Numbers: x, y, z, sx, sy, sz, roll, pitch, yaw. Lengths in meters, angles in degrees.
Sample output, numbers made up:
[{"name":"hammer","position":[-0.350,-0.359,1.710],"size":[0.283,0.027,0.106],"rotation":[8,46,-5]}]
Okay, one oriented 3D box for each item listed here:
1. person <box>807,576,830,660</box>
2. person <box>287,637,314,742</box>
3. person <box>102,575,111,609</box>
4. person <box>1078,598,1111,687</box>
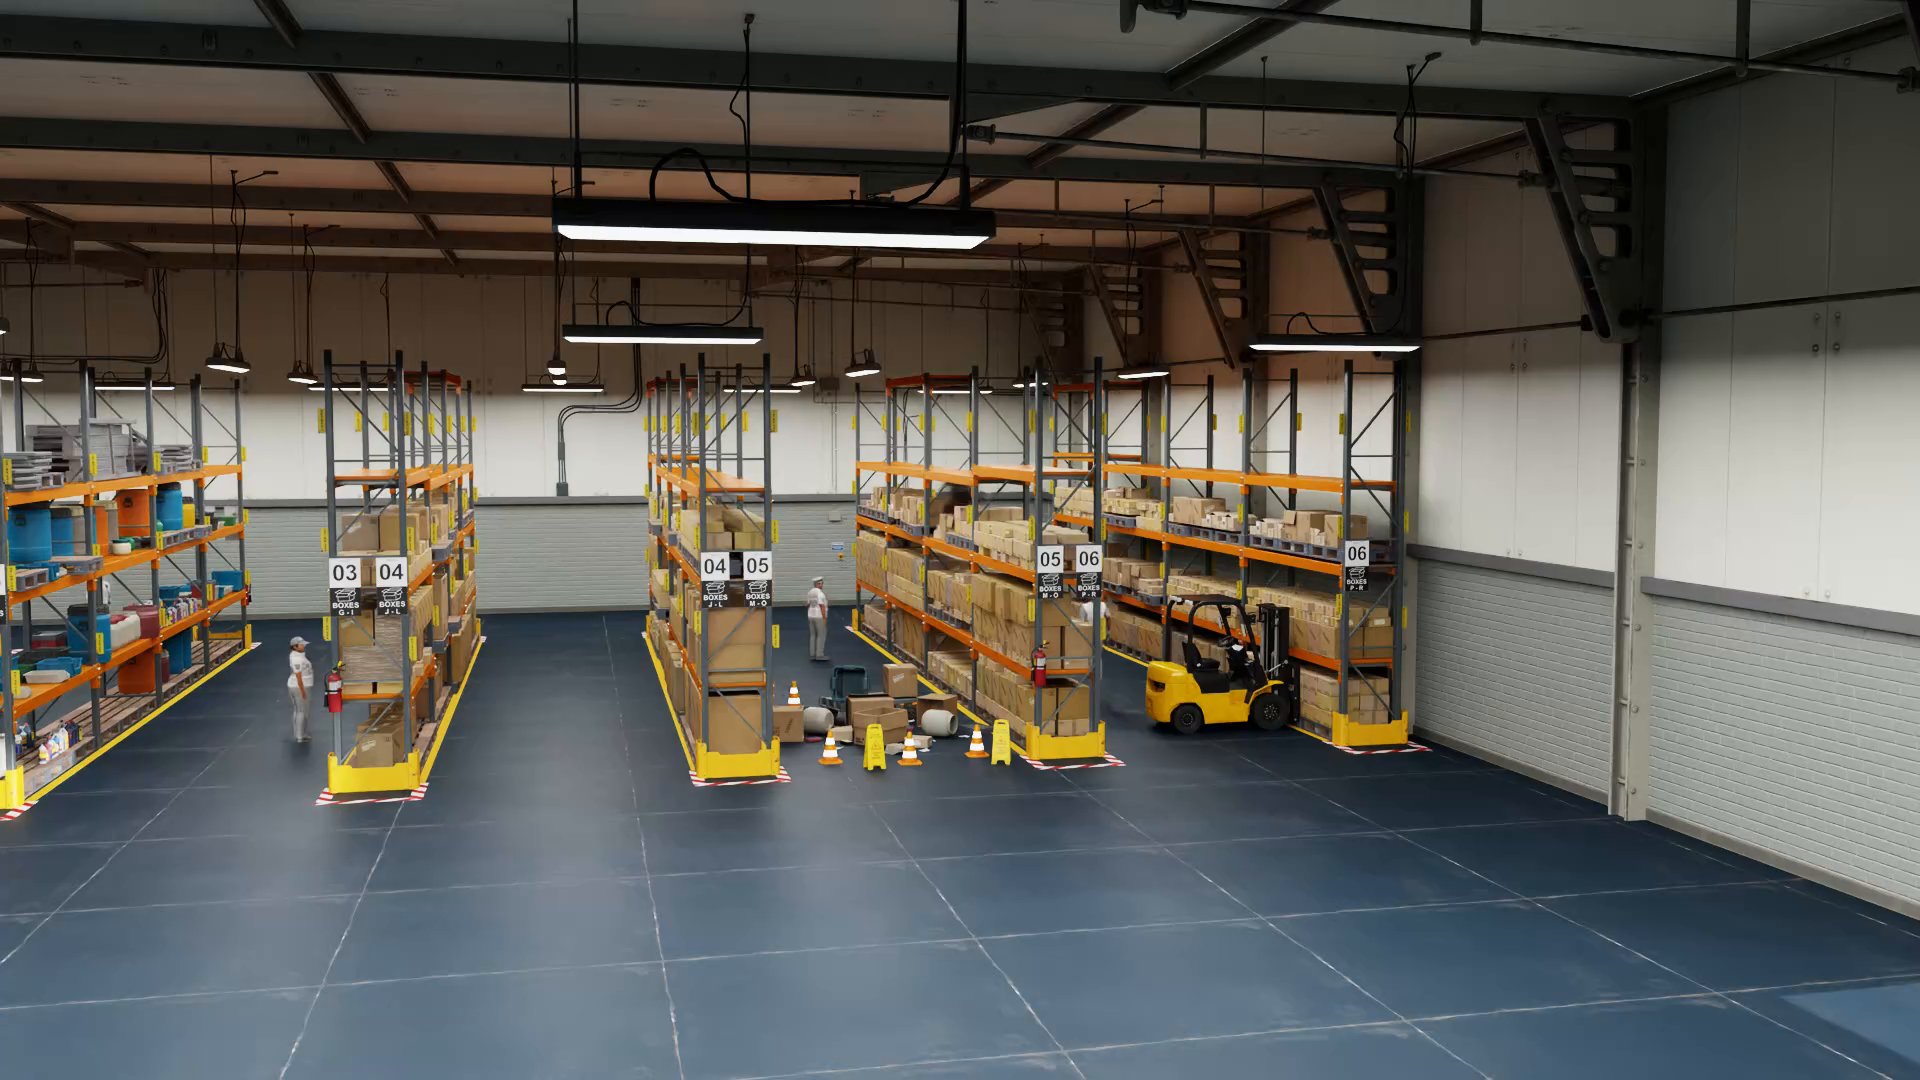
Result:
[{"name":"person","position":[-3.011,1.657,35.305],"size":[0.401,1.766,0.613],"rotation":[-4,5,-42]},{"name":"person","position":[-10.395,2.345,26.295],"size":[0.436,1.661,0.548],"rotation":[-3,5,-40]},{"name":"person","position":[-19.801,1.502,38.281],"size":[0.446,1.631,1.015],"rotation":[-1,4,-17]},{"name":"person","position":[2.422,1.788,30.208],"size":[0.649,1.884,0.616],"rotation":[-1,4,-16]}]
